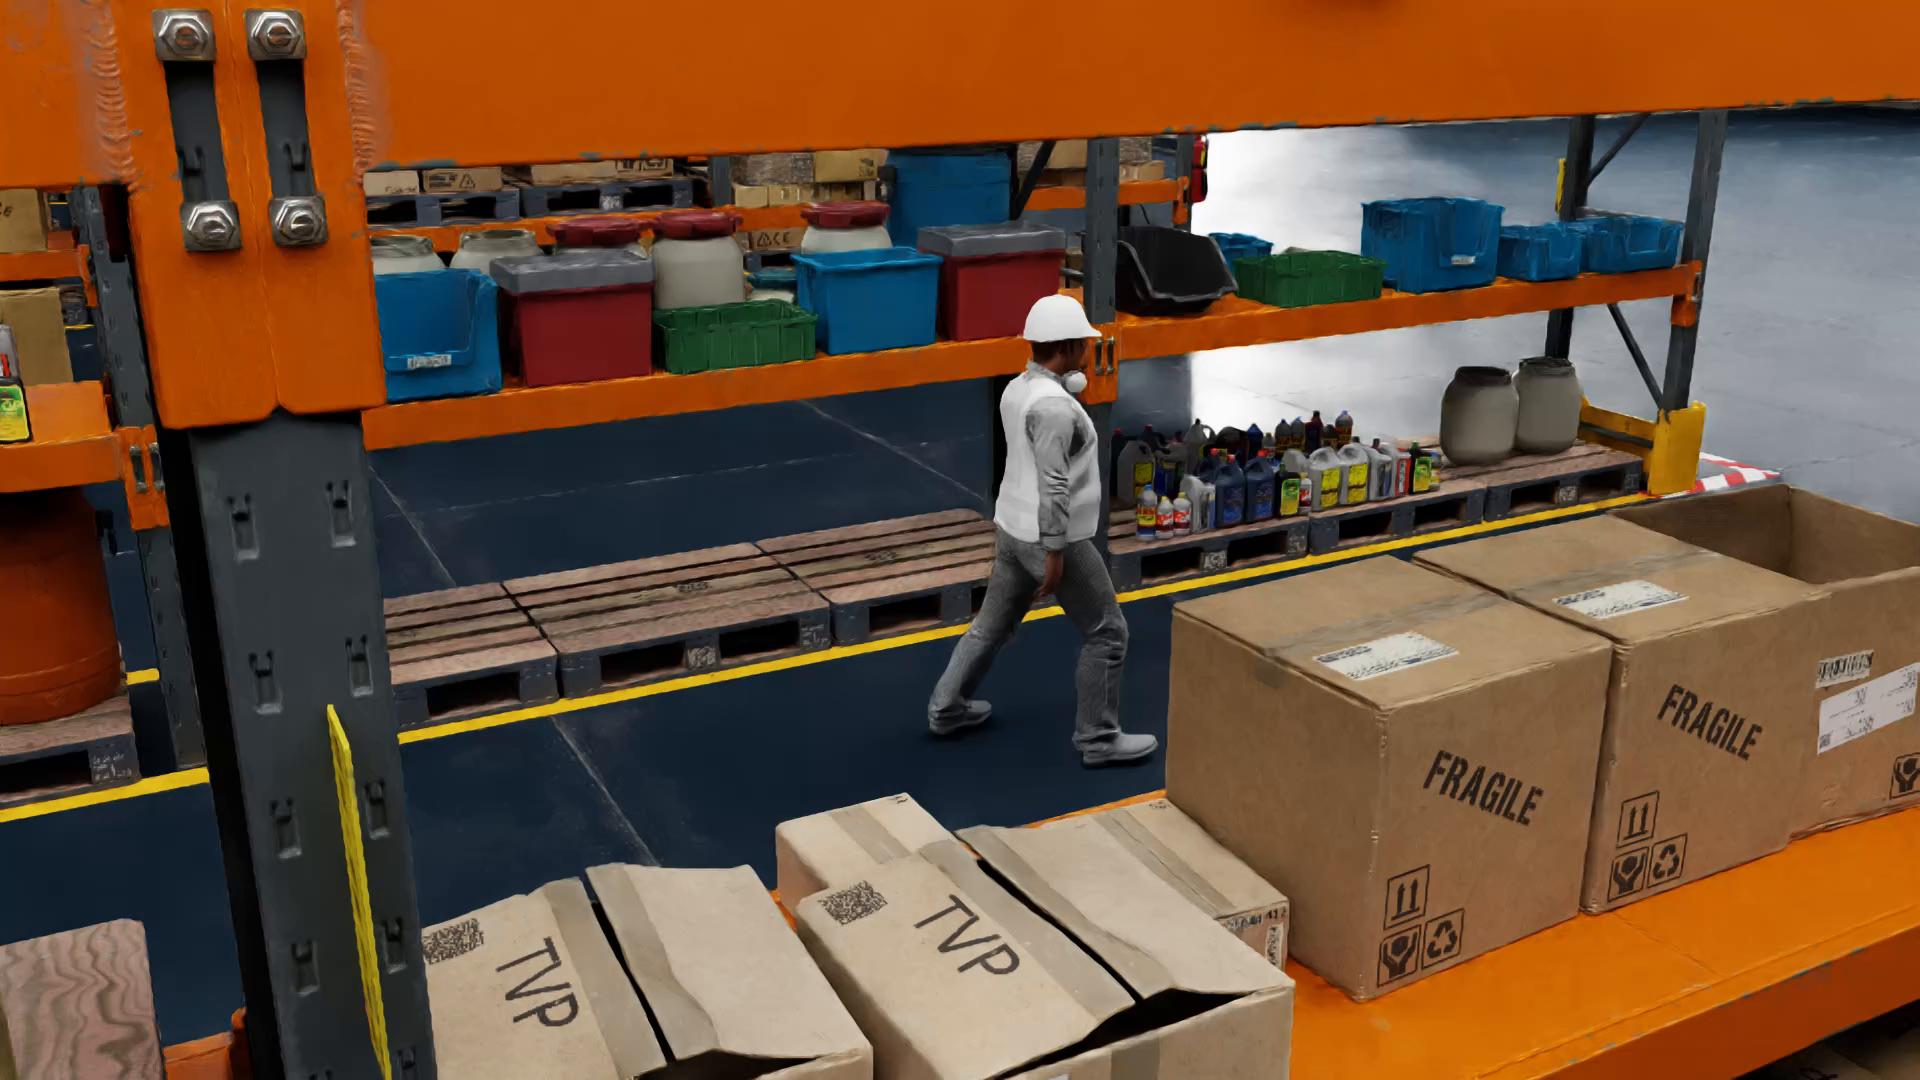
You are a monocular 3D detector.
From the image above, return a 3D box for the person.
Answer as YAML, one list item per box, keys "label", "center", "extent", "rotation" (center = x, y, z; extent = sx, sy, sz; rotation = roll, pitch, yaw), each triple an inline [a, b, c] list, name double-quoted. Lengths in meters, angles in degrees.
- label: "person"
  center: [0.300, -0.032, 6.170]
  extent: [0.802, 1.733, 0.594]
  rotation: [-6, 19, -17]
